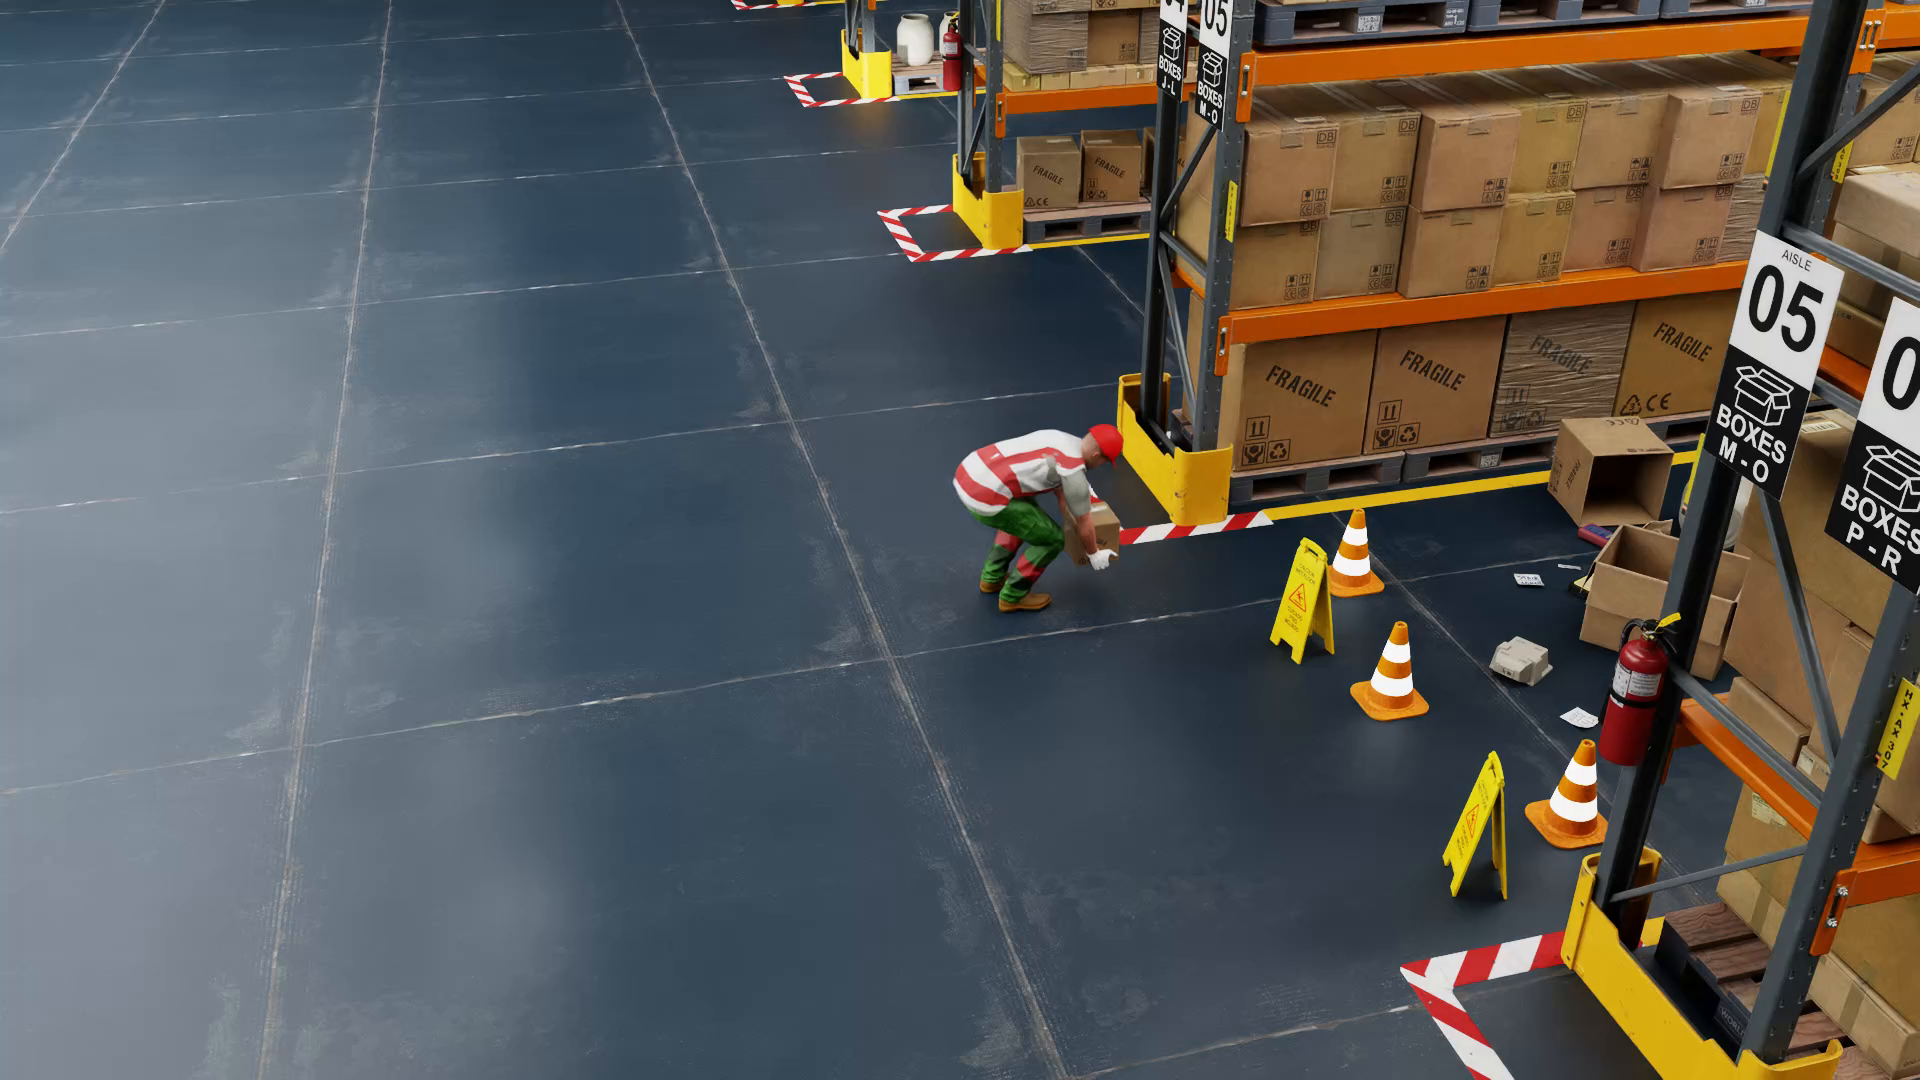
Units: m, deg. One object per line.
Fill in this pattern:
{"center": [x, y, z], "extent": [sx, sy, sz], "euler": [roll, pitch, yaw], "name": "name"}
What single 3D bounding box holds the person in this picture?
{"center": [0.440, -0.132, 9.233], "extent": [0.957, 1.002, 0.529], "euler": [-9, 31, -16], "name": "person"}
